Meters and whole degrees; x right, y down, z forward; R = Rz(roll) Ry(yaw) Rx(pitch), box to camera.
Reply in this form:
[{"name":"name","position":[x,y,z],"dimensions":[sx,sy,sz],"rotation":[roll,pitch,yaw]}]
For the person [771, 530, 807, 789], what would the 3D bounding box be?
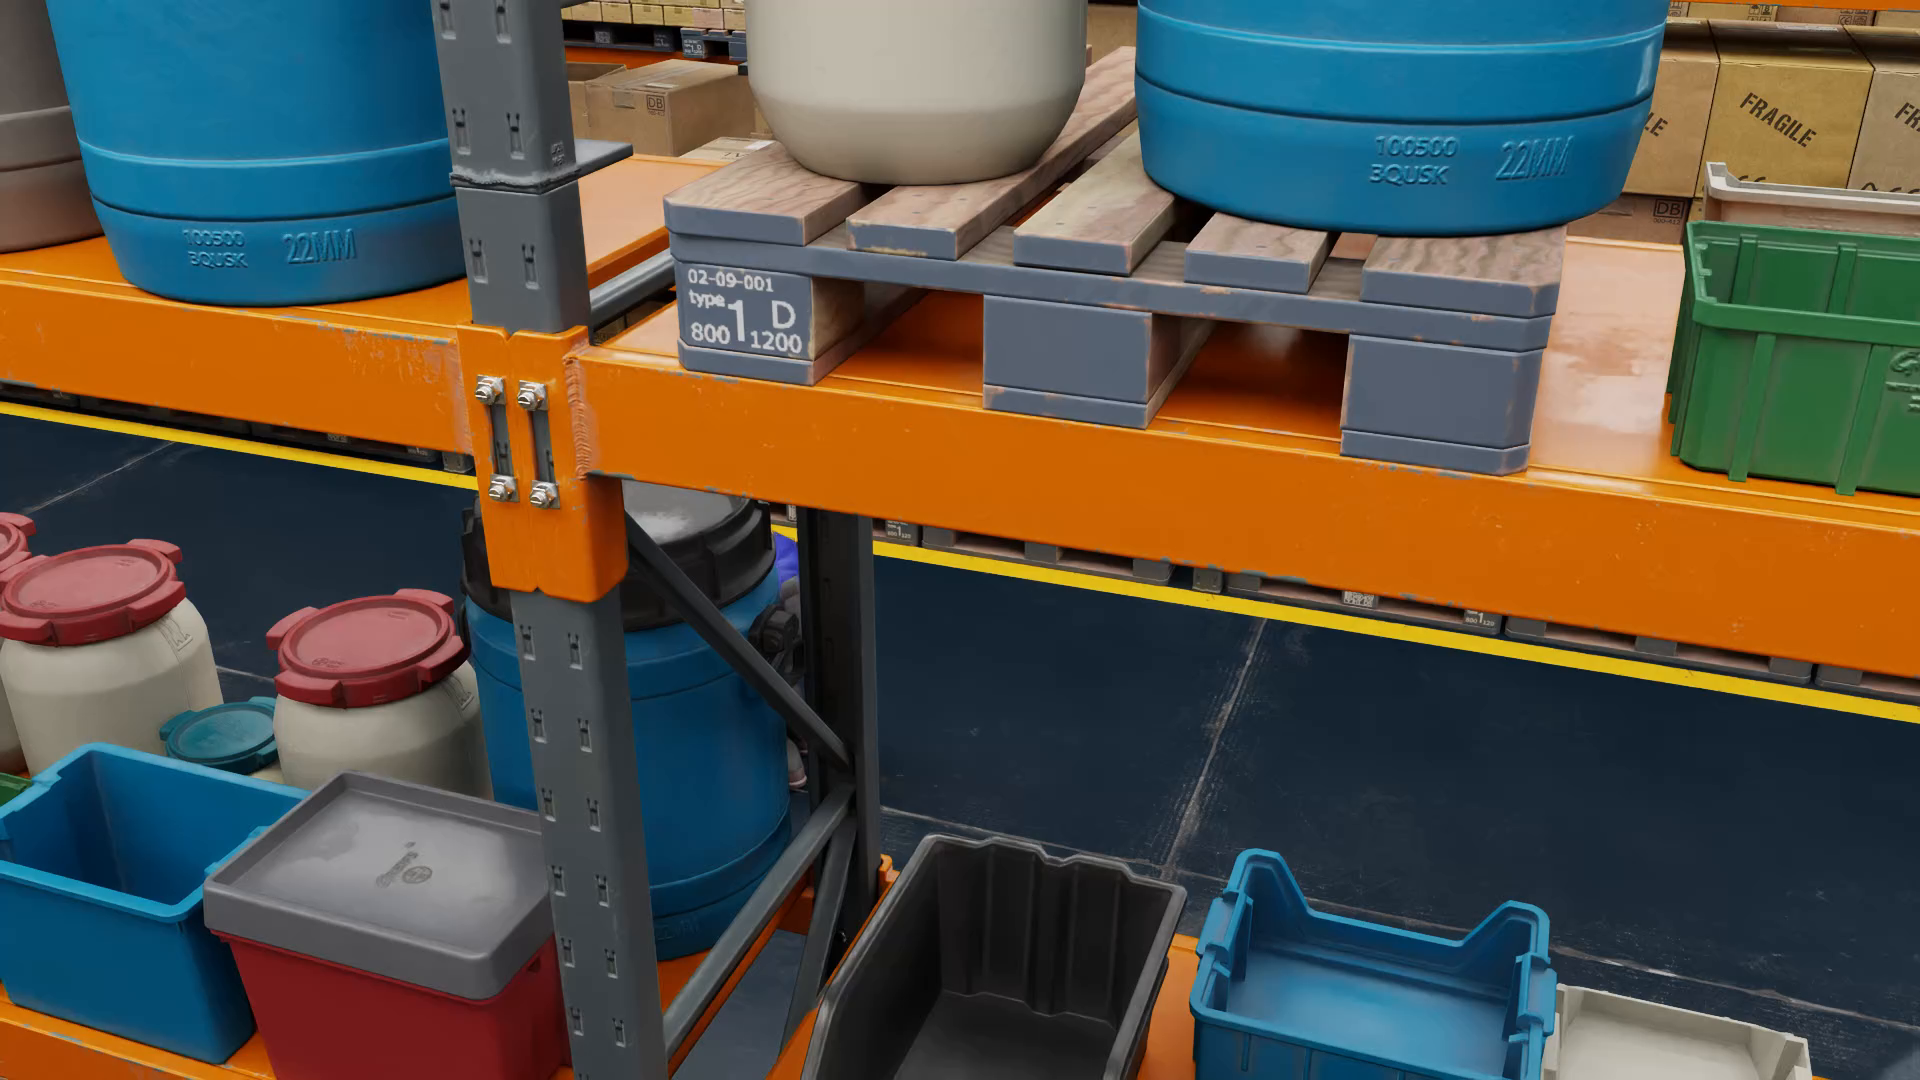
[{"name":"person","position":[-0.827,0.374,6.091],"dimensions":[0.860,1.012,0.456],"rotation":[7,27,15]}]
